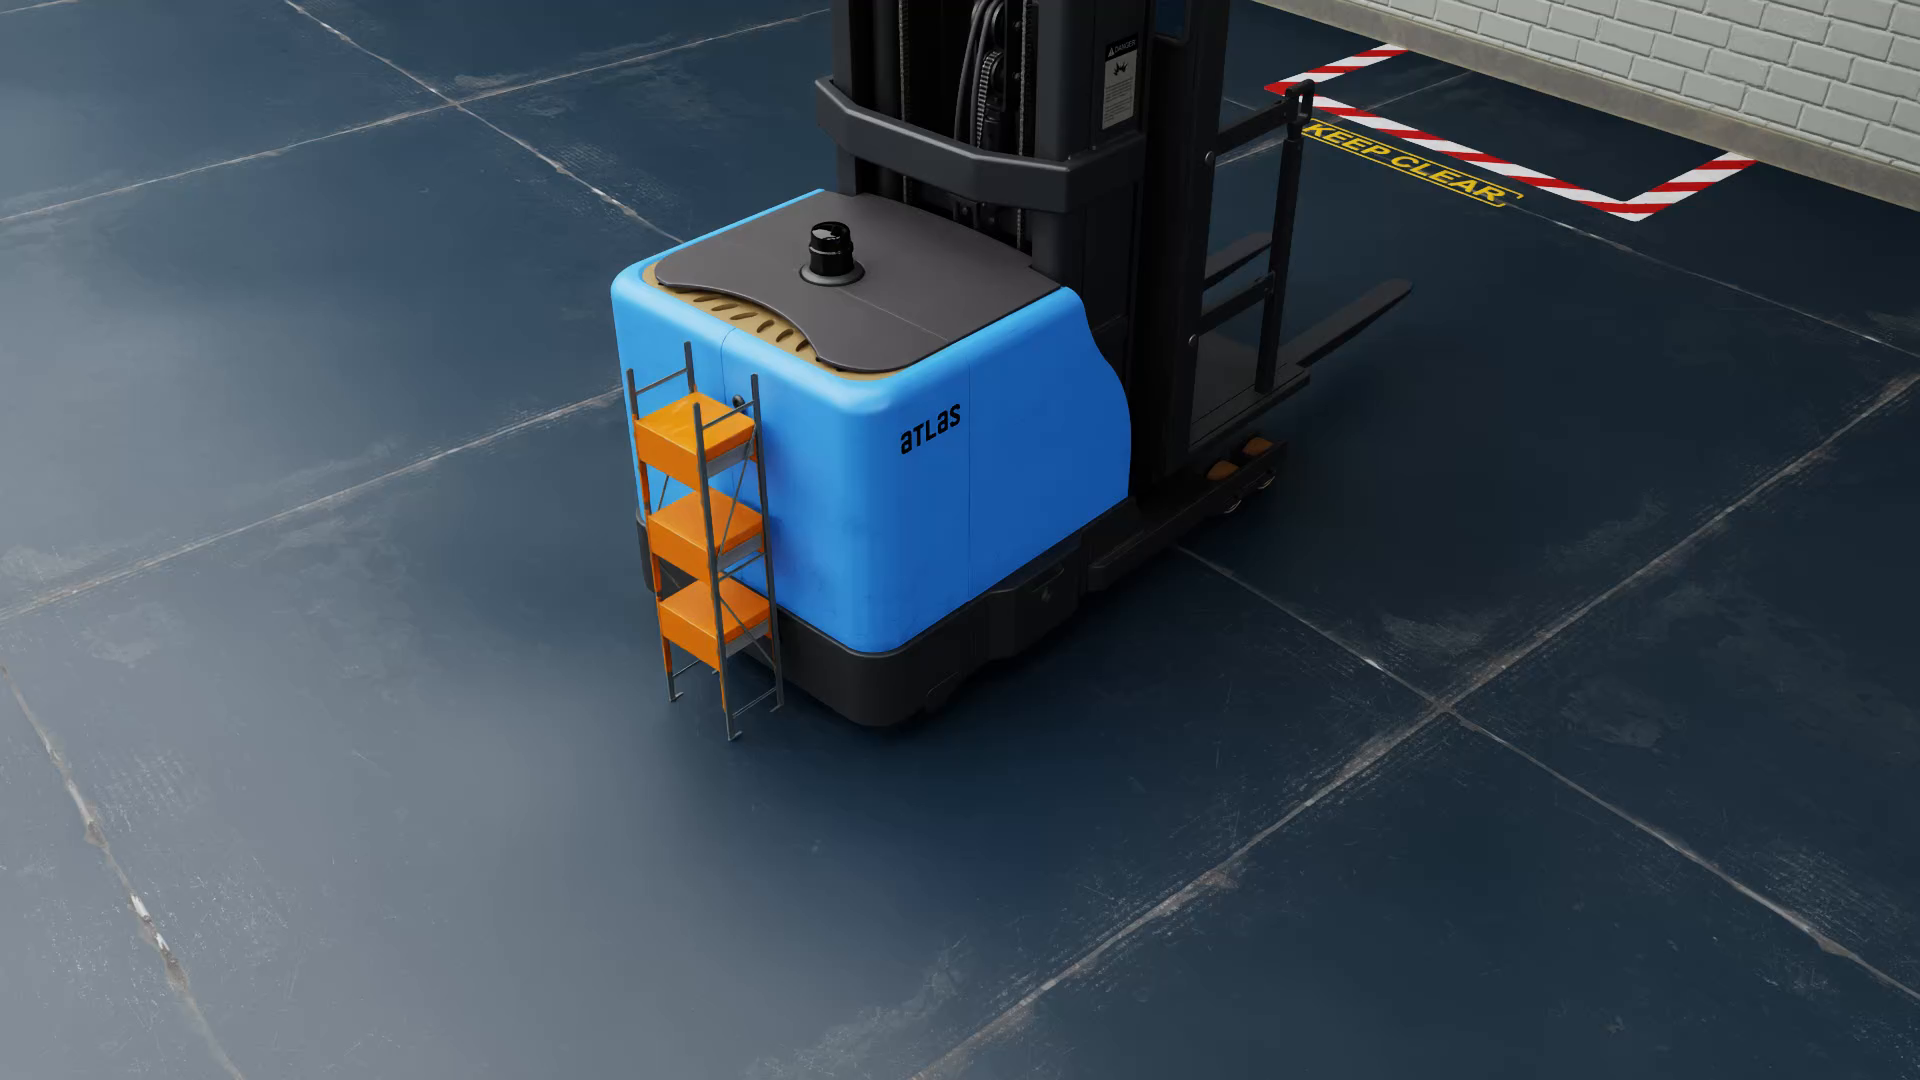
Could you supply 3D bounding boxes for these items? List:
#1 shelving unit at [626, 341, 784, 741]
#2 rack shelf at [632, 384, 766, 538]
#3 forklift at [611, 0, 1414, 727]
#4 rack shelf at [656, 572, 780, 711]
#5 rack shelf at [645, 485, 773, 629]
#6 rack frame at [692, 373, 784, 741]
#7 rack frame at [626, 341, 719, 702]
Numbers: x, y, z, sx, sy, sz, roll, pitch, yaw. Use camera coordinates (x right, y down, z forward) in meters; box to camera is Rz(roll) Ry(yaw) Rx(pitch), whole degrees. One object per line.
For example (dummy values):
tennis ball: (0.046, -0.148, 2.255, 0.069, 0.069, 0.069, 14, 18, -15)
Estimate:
shelving unit: (-0.647, 0.023, 4.308, 0.252, 1.050, 0.215, 27, 43, 33)
rack shelf: (-0.647, -0.199, 4.151, 0.240, 0.259, 0.215, 27, 43, 33)
forklift: (0.426, -1.463, 4.779, 1.130, 2.935, 3.031, 28, 44, 34)
rack shelf: (-0.647, 0.259, 4.475, 0.240, 0.259, 0.215, 27, 43, 33)
rack shelf: (-0.647, 0.032, 4.315, 0.240, 0.259, 0.215, 27, 43, 33)
rack frame: (-0.556, 0.070, 4.242, 0.008, 1.050, 0.200, 27, 43, 33)
rack frame: (-0.738, -0.023, 4.375, 0.008, 1.050, 0.200, 27, 43, 33)
